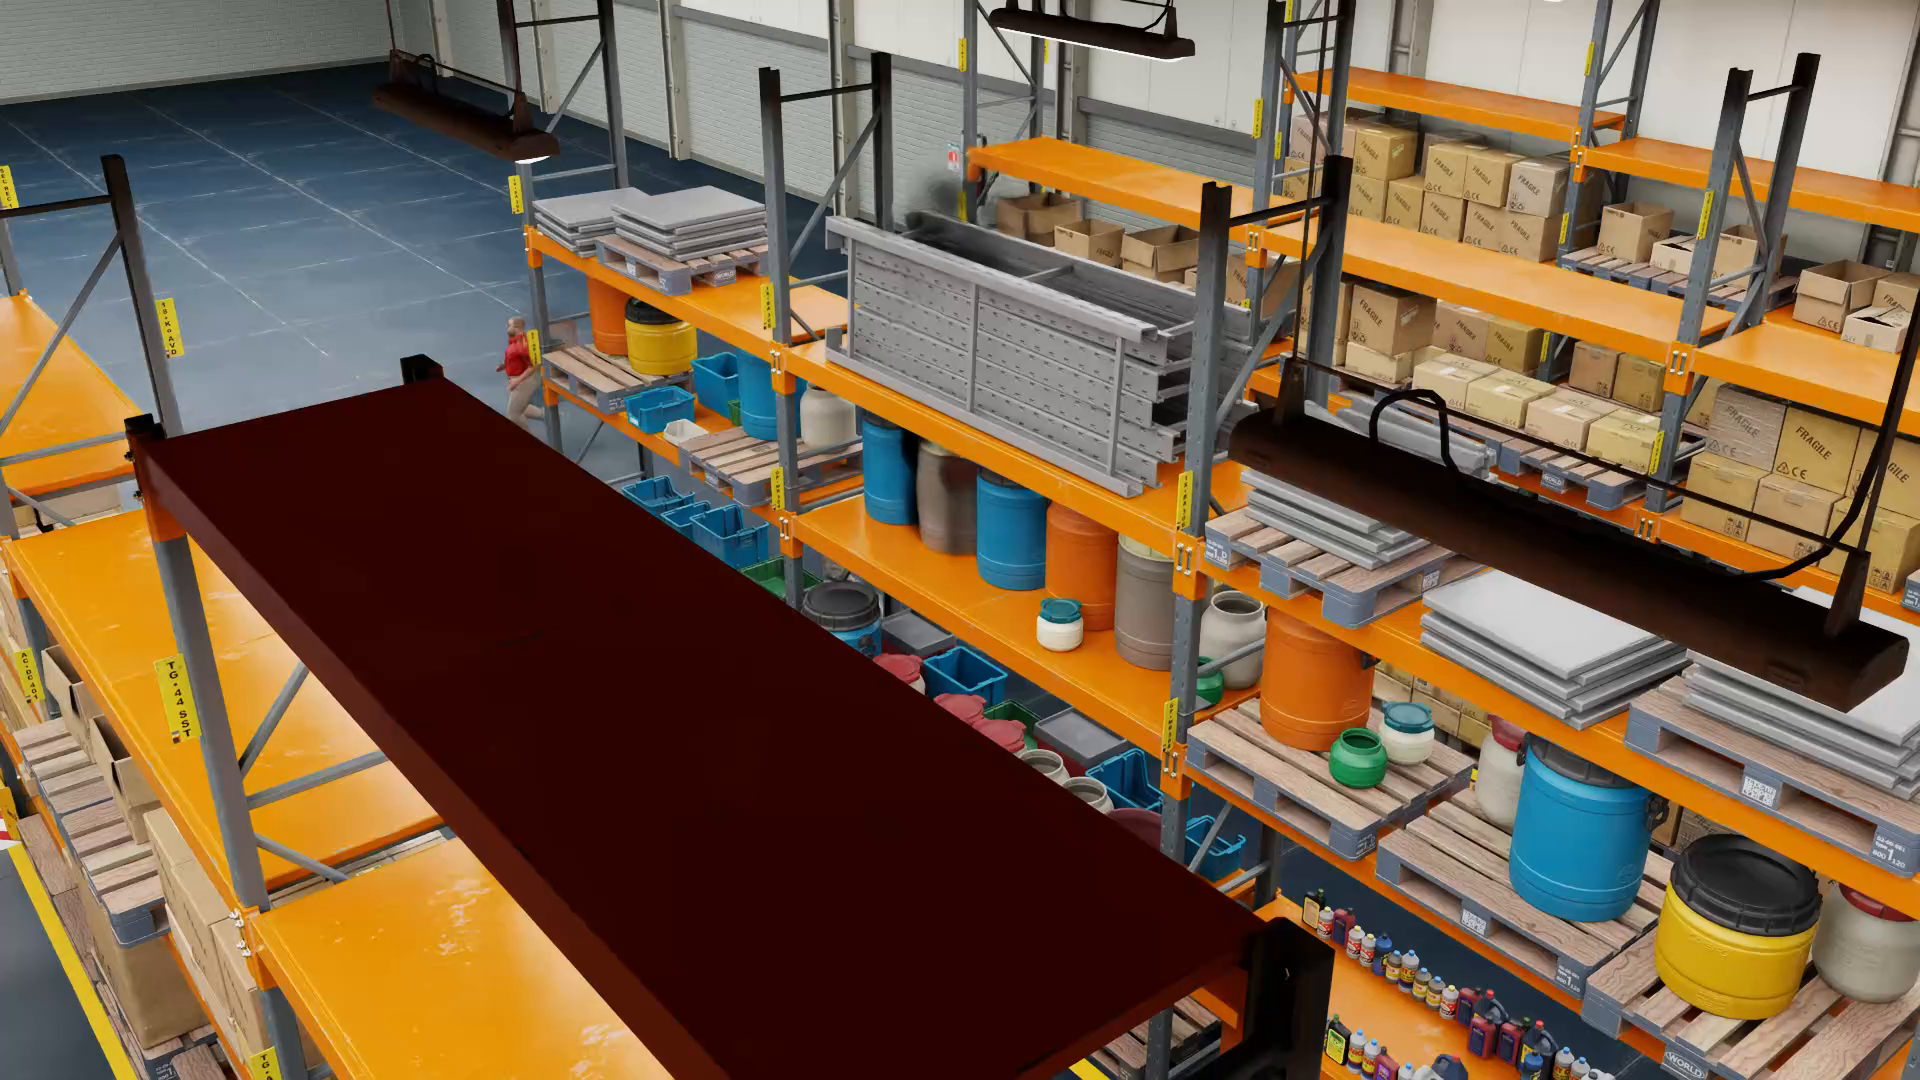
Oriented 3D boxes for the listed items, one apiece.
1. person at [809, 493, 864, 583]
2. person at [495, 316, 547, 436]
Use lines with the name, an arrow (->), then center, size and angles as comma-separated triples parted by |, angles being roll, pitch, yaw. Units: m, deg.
person -> -1.117, -0.094, 16.119 | 0.817, 1.734, 0.685 | 18, 31, 33
person -> -5.295, -1.921, 20.297 | 0.678, 1.684, 0.664 | -9, 27, -17
